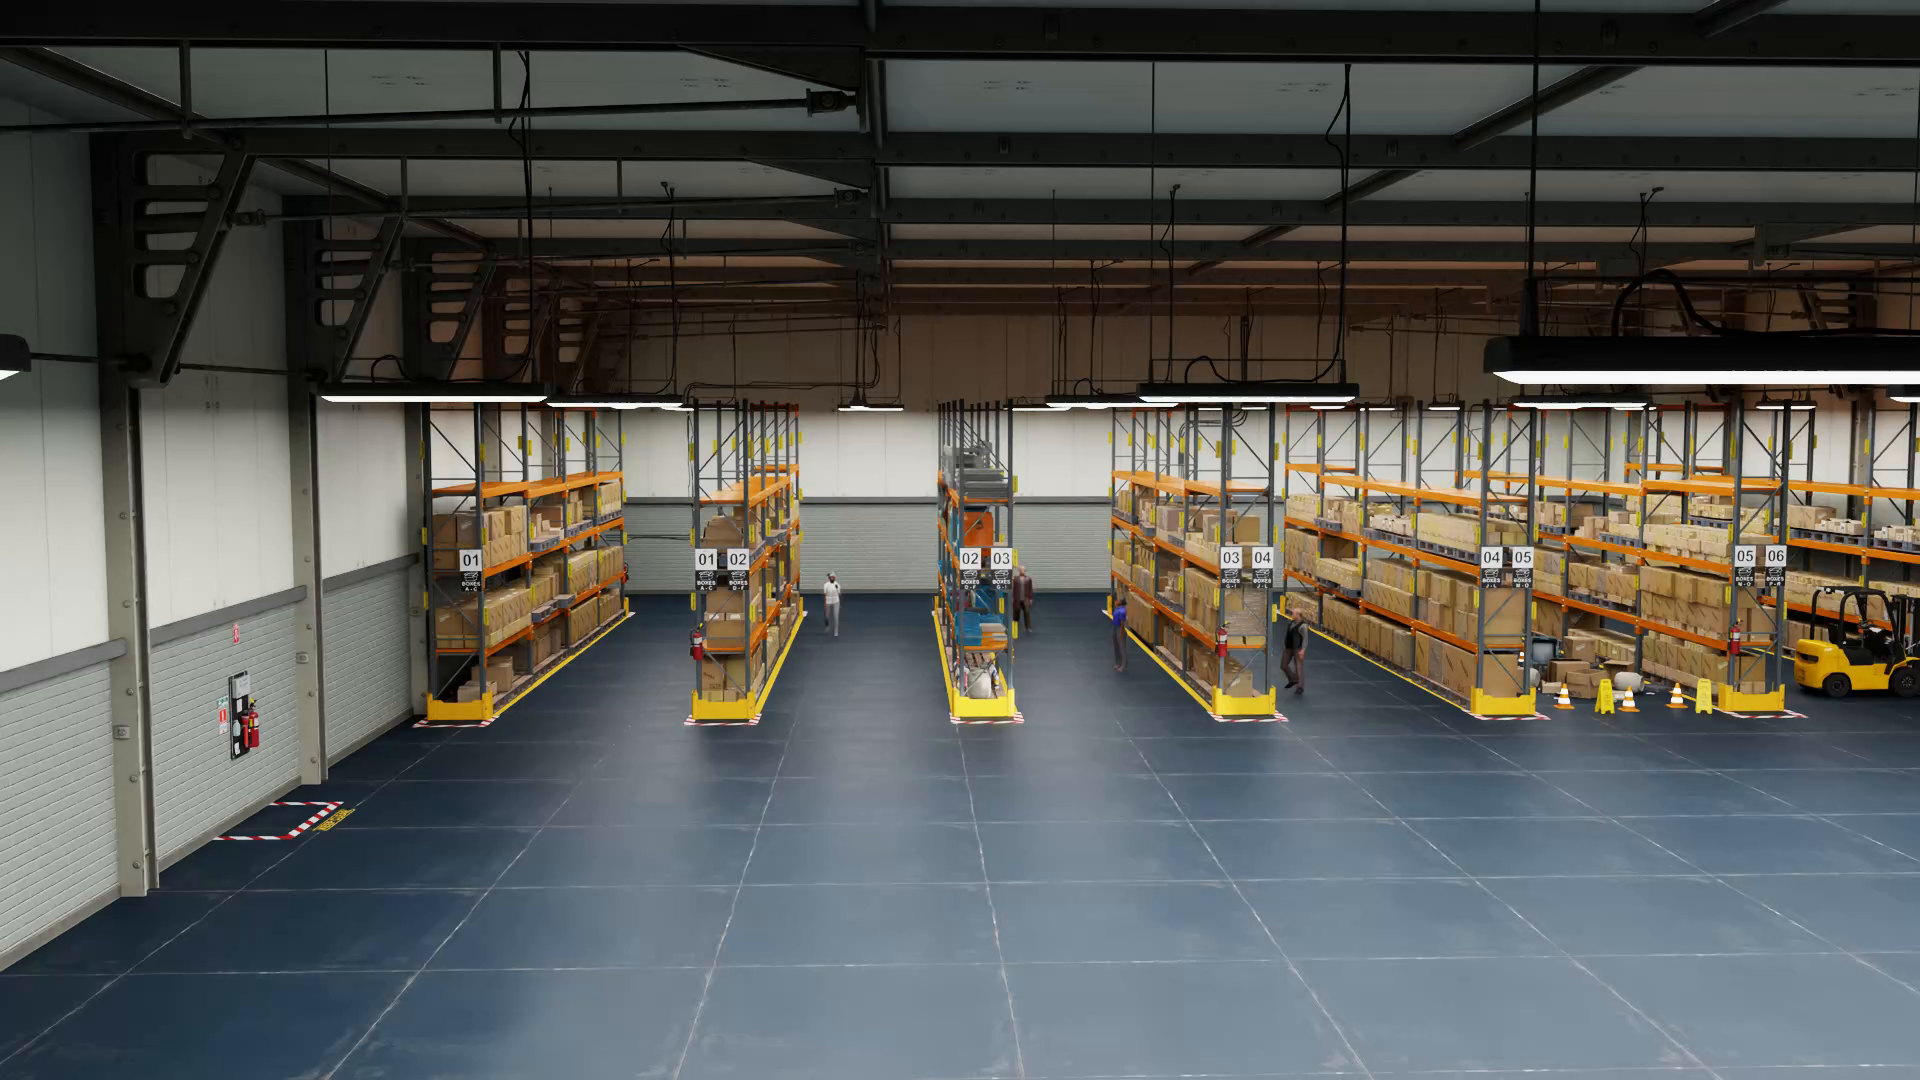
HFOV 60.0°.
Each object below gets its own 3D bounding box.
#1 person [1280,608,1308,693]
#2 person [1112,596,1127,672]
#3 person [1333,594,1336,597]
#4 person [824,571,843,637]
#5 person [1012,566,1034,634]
[{"bbox_3d":[6.896,2.262,34.190,0.459,1.722,0.610,-4,6,-40],"label":"person"},{"bbox_3d":[3.553,2.084,37.125,0.377,1.665,0.514,-2,5,-22],"label":"person"},{"bbox_3d":[11.704,0.942,51.215,0.746,1.756,0.581,-4,6,-41],"label":"person"},{"bbox_3d":[-3.269,1.631,42.827,0.495,1.669,0.646,0,4,-6],"label":"person"},{"bbox_3d":[1.630,1.544,43.261,0.666,1.720,1.078,-1,4,-11],"label":"person"}]
